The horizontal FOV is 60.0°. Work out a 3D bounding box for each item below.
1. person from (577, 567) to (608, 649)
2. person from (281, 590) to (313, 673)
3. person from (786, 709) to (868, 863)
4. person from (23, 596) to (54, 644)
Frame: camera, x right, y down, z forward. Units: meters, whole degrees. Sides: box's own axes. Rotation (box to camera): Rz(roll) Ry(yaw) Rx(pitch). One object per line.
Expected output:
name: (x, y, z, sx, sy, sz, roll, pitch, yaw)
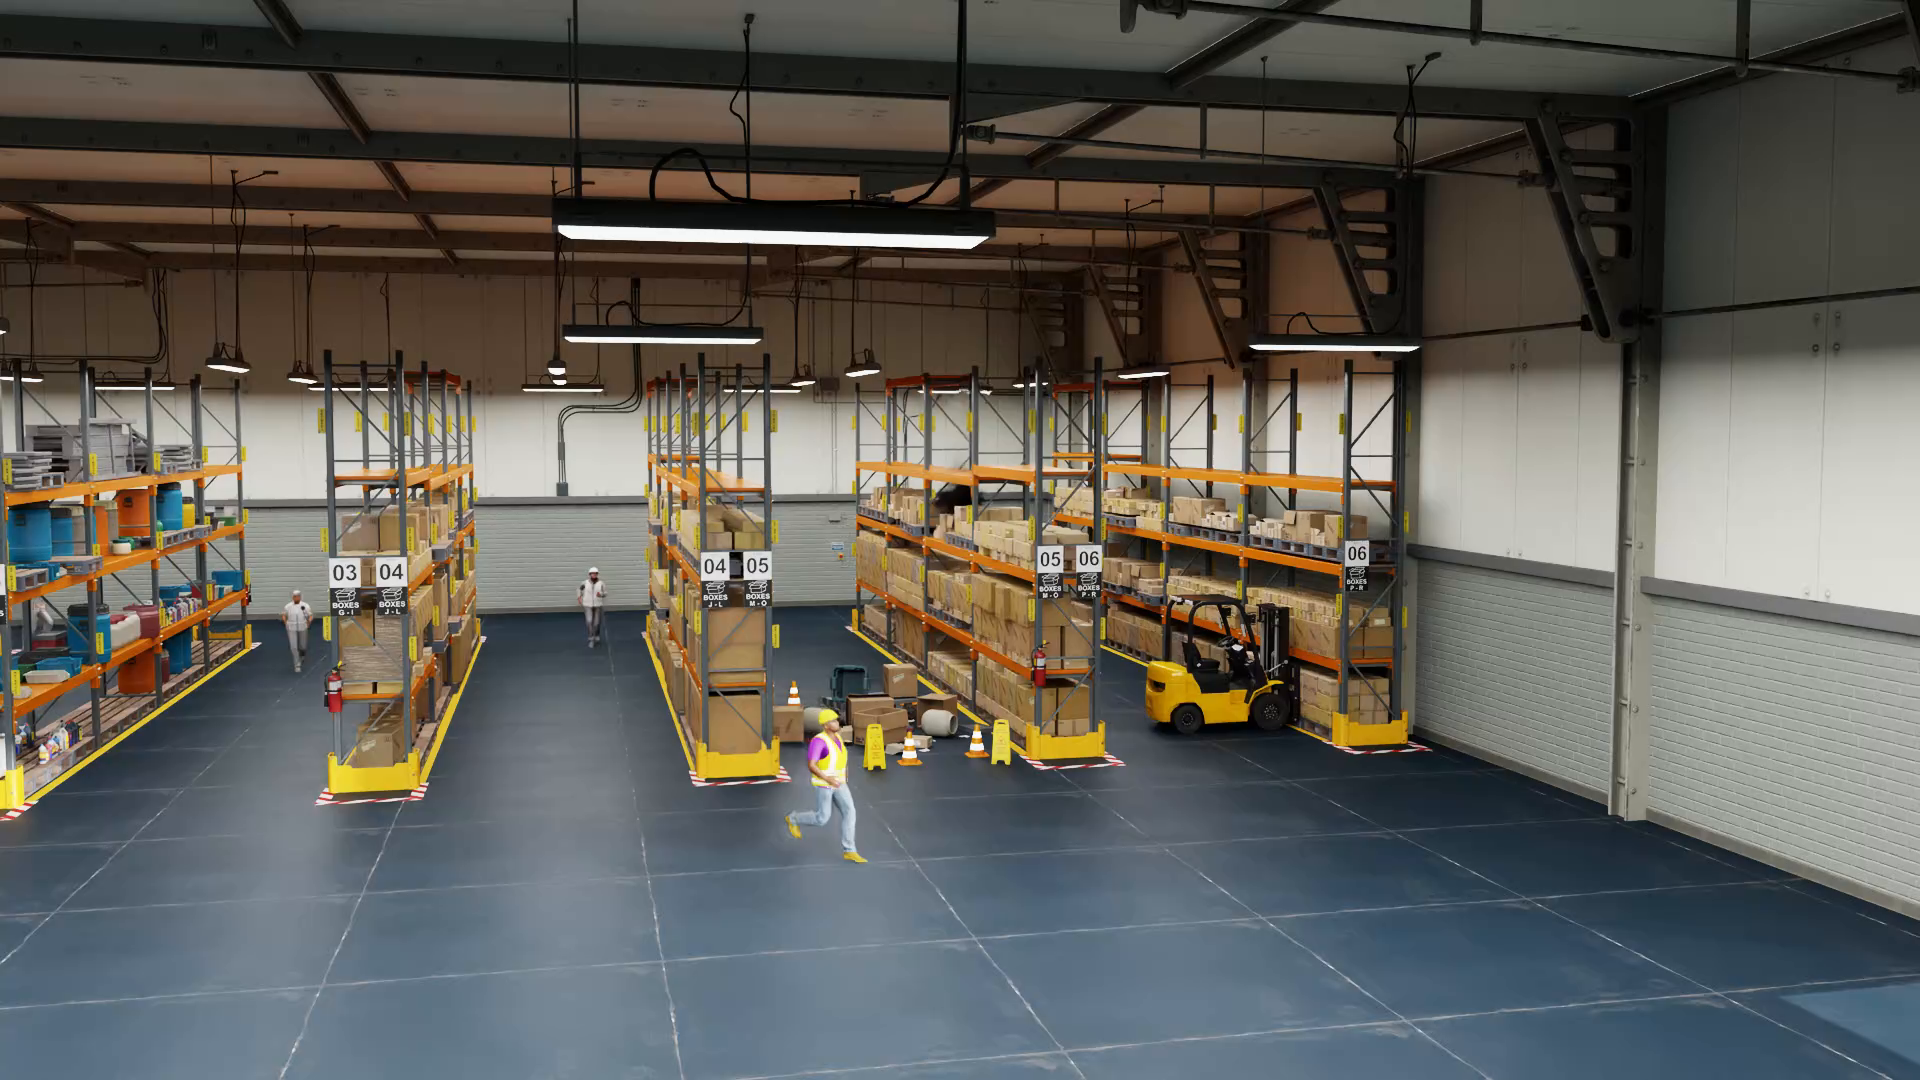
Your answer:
person: (-8.283, 1.511, 37.544, 0.664, 1.791, 0.882, -1, 4, -18)
person: (-13.484, 1.846, 33.846, 0.607, 1.654, 0.766, -2, 4, -21)
person: (-1.538, 2.823, 19.170, 1.038, 1.752, 0.678, 2, 5, 32)
person: (-20.561, 1.609, 36.965, 0.678, 1.674, 0.575, 1, 4, 18)
